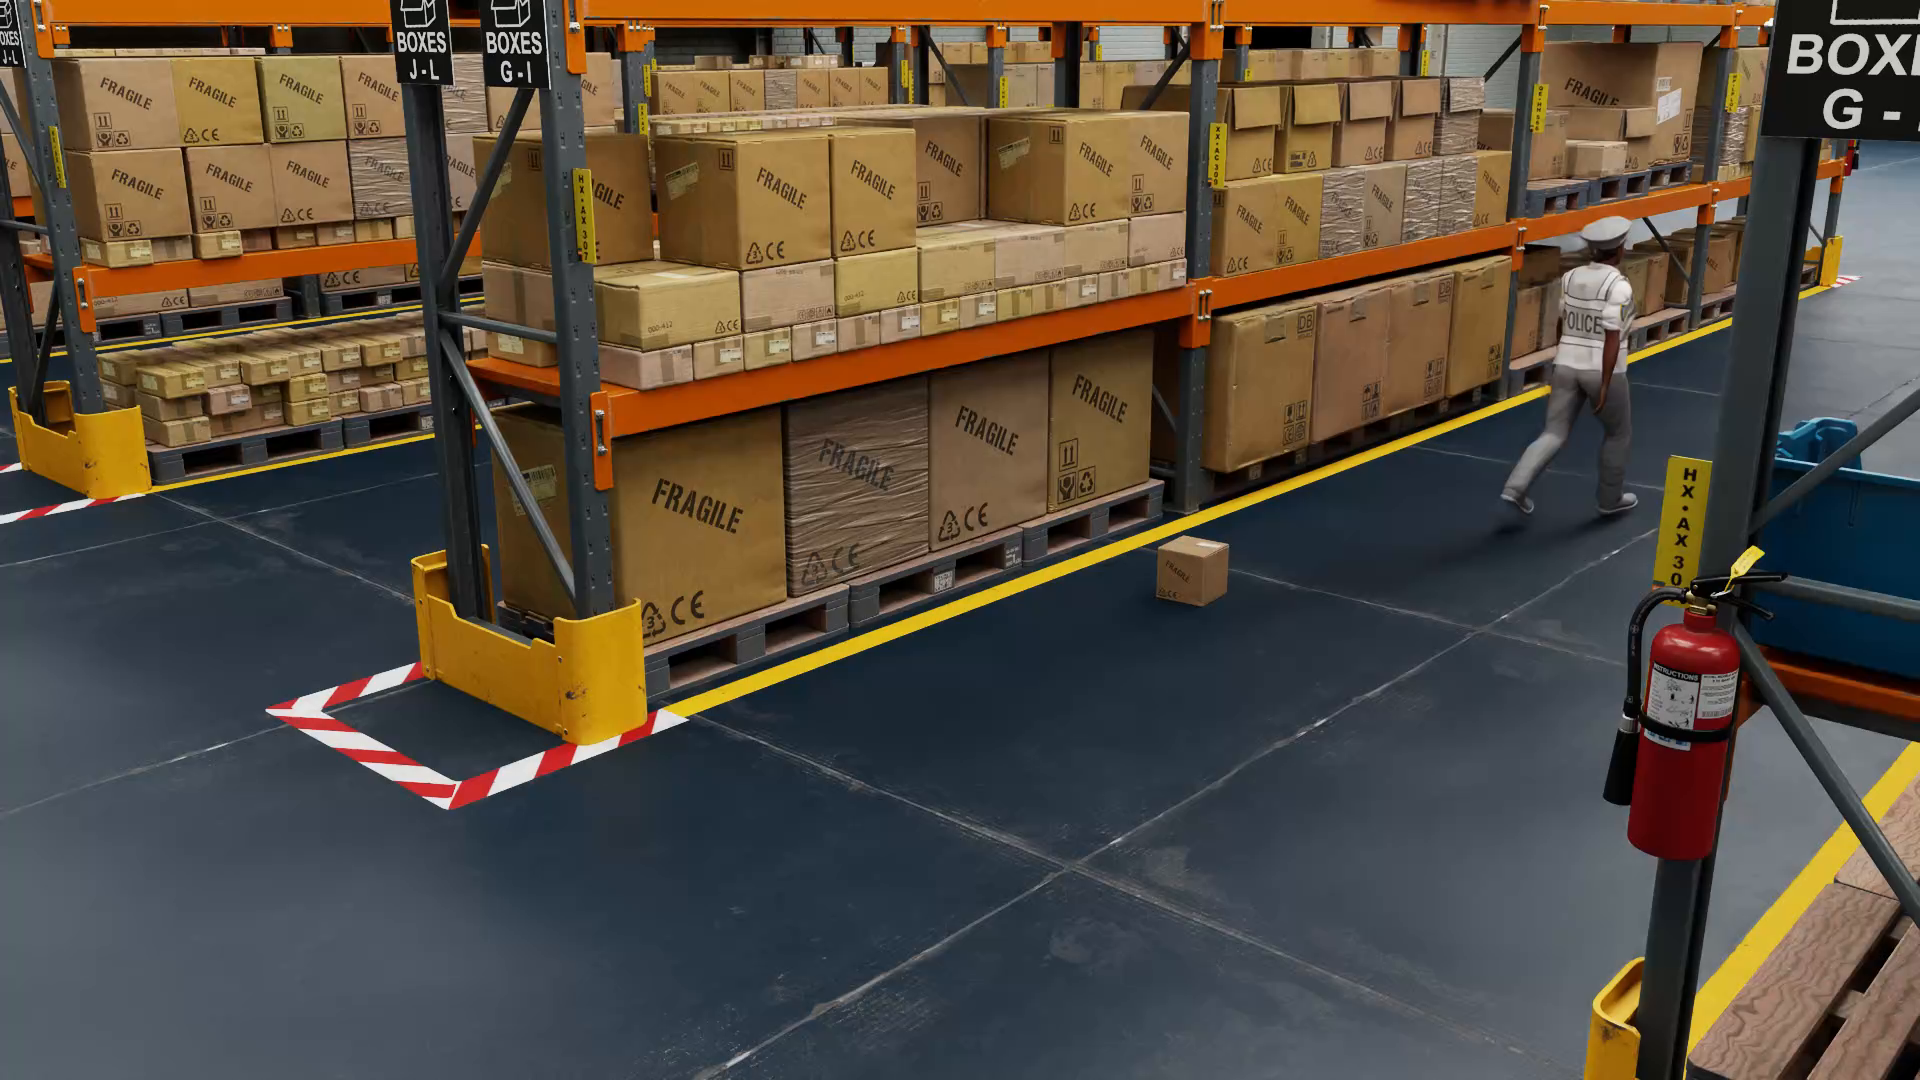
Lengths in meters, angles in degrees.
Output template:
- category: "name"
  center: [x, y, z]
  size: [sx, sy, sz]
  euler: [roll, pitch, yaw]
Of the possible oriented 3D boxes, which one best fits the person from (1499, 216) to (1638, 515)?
- category: "person"
  center: [3.362, -0.916, 8.981]
  size: [0.978, 1.638, 0.456]
  euler: [-12, 21, -34]
